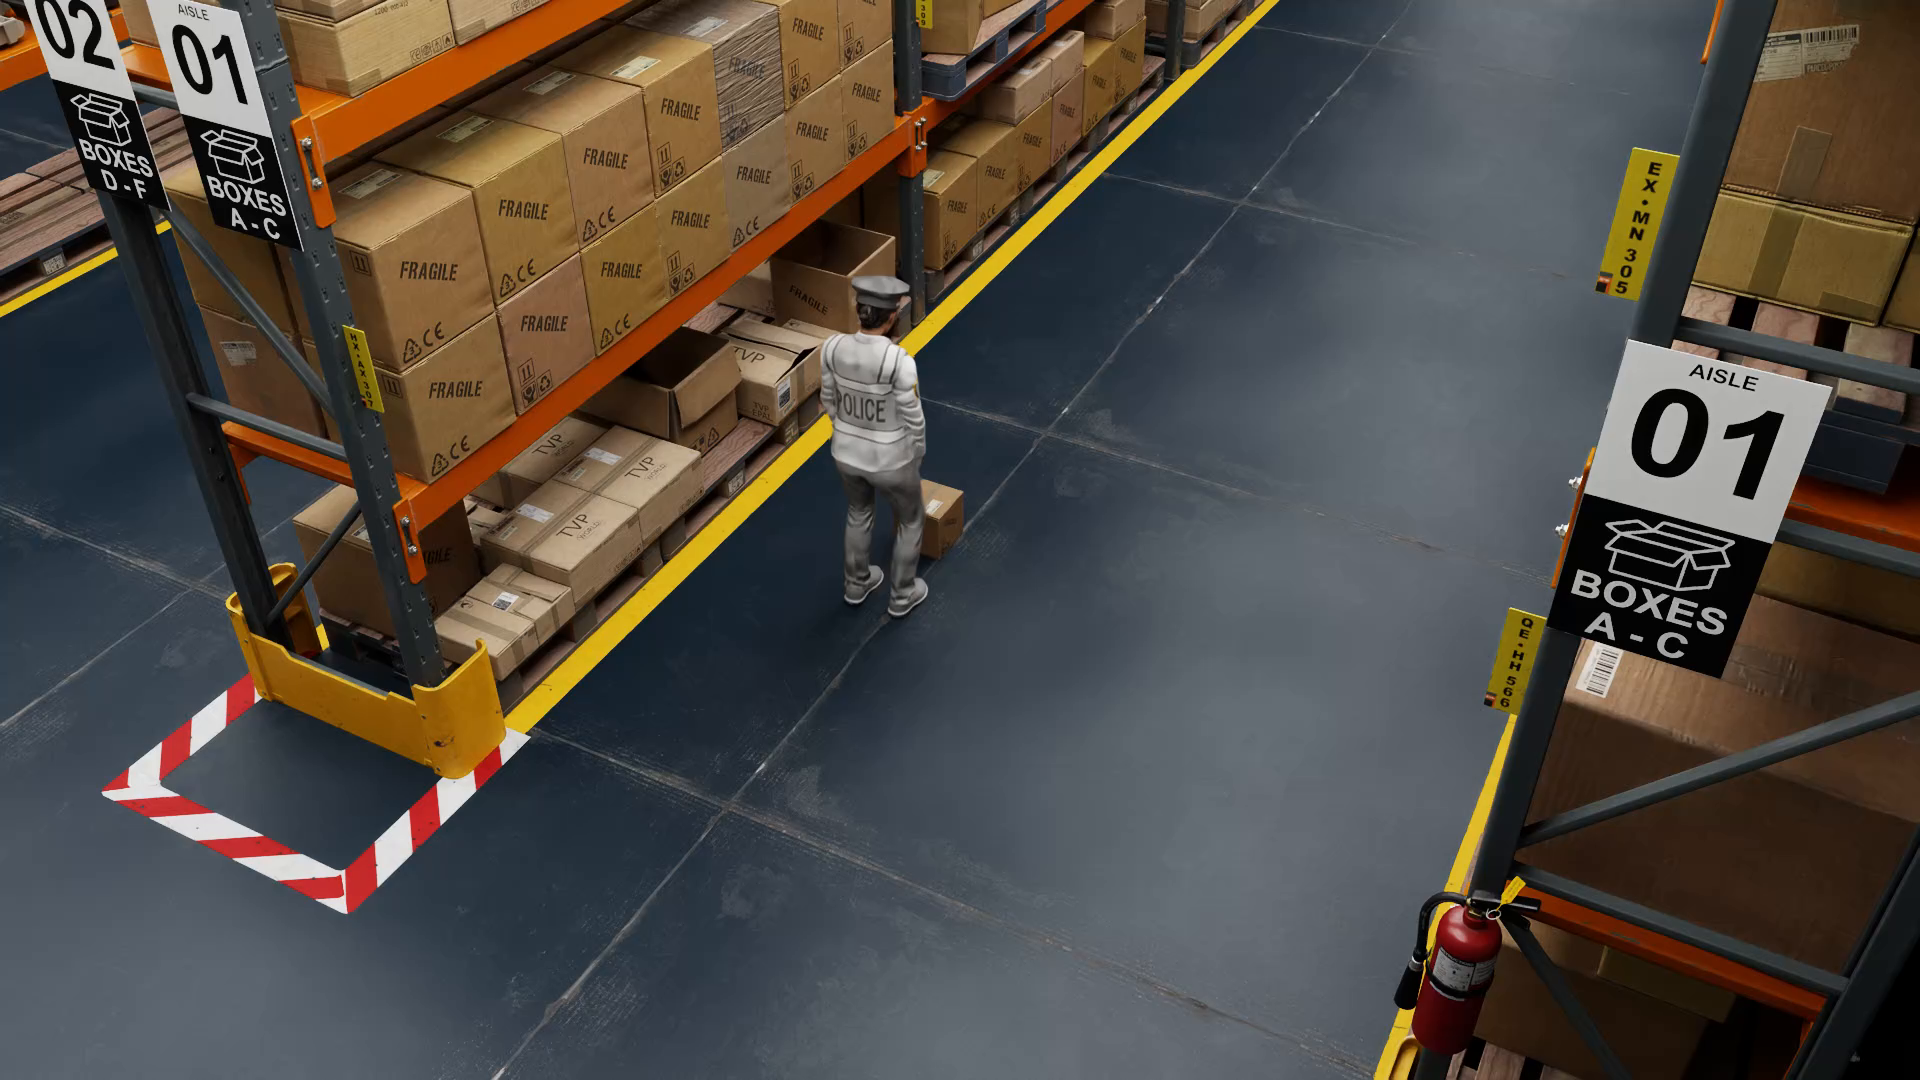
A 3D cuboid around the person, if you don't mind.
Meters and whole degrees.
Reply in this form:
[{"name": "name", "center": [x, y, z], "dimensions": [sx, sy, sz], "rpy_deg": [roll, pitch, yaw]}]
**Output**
[{"name": "person", "center": [-0.369, -0.394, 7.282], "dimensions": [0.496, 1.635, 0.428], "rpy_deg": [17, 41, 21]}]
